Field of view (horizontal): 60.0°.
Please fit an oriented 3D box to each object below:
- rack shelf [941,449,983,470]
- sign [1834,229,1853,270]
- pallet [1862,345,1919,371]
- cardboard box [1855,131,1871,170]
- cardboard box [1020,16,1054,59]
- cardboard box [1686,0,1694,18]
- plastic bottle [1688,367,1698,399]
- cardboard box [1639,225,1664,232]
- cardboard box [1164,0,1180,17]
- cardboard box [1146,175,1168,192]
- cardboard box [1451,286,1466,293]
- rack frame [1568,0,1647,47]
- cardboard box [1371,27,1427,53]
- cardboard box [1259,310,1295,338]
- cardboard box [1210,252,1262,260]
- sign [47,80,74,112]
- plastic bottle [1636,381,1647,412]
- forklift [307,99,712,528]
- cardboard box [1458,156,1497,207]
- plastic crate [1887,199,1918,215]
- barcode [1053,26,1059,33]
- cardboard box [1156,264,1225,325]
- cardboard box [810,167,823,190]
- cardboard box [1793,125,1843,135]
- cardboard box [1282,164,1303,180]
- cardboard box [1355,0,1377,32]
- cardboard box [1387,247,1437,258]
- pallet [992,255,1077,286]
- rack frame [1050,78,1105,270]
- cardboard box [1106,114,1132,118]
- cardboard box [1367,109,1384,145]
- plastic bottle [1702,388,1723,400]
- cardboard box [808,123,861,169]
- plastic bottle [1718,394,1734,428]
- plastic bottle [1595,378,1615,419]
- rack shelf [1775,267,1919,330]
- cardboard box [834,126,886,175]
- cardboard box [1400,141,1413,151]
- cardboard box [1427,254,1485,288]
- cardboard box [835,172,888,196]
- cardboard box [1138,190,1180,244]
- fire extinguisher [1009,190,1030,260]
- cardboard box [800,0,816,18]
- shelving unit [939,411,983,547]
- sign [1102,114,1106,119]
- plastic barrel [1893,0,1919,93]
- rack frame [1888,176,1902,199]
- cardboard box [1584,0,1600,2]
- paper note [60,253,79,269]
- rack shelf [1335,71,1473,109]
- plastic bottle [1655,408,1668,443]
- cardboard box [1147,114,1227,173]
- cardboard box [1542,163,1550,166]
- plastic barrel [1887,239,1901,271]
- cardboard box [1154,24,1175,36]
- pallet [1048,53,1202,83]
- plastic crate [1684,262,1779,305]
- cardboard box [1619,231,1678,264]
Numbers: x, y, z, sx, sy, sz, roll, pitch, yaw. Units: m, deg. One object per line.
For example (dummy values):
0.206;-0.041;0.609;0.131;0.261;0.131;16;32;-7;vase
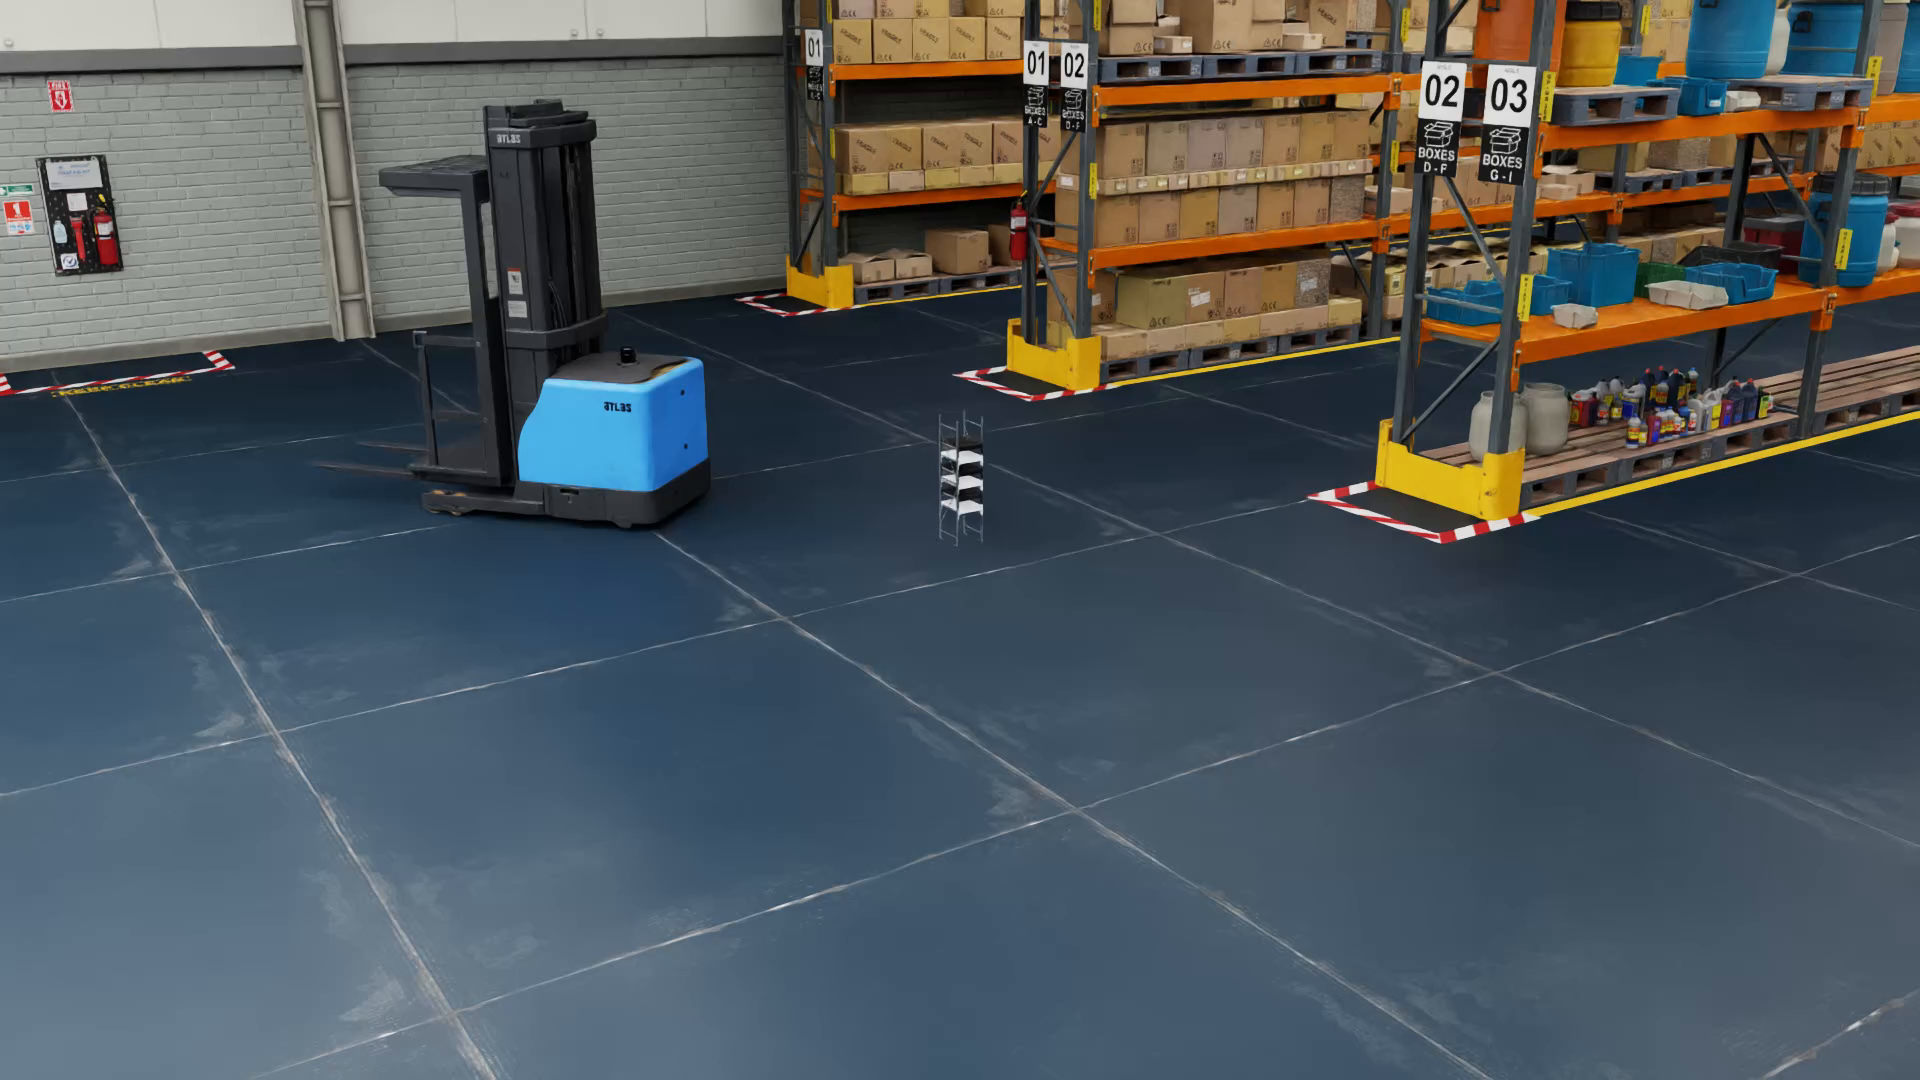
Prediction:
0.007;-0.567;11.558;0.200;0.077;0.258;-12;22;-31;rack shelf
7.293;-2.400;13.729;0.005;0.325;0.100;-12;22;-31;sign
9.672;-1.676;16.372;1.213;0.211;1.003;-12;22;-31;pallet
11.961;-5.308;22.607;0.500;0.500;0.500;-11;22;-30;cardboard box
0.836;-6.305;20.841;0.500;0.500;0.500;-14;23;-36;cardboard box
8.839;-6.645;20.316;0.500;0.500;0.500;-12;22;-31;cardboard box
6.492;-1.395;14.762;0.097;0.271;0.097;0;19;0;plastic bottle
8.704;-3.791;21.491;0.500;0.500;0.500;-13;23;-33;cardboard box
3.082;-7.028;22.353;0.500;0.500;0.500;-13;23;-33;cardboard box
1.812;-3.496;16.234;0.250;0.149;0.380;-12;22;-31;cardboard box
5.610;-2.827;19.060;0.500;0.250;0.500;-13;22;-33;cardboard box
7.619;-7.290;19.258;0.127;3.000;1.000;-12;22;-31;rack frame
4.798;-5.399;17.925;0.500;0.250;0.500;-9;21;-26;cardboard box
3.179;-2.323;17.569;0.500;0.250;0.500;-12;22;-31;cardboard box
2.884;-2.821;17.873;0.500;0.500;0.500;-12;22;-31;cardboard box
-8.838;-4.360;16.338;0.199;0.298;0.001;-12;22;-31;sign
5.837;-1.234;14.284;0.097;0.271;0.097;0;19;0;plastic bottle
-3.475;-1.725;12.270;3.031;2.935;1.130;6;19;16;forklift
5.787;-4.103;19.042;0.500;0.500;0.500;-12;22;-31;cardboard box
8.822;-2.950;15.688;0.583;0.464;0.402;-12;22;-31;plastic crate
0.925;-4.917;16.017;0.075;0.075;0.001;-12;22;-31;barcode
2.335;-2.506;16.940;0.500;0.500;0.500;-12;22;-31;cardboard box
-1.506;-4.436;20.386;0.500;0.250;0.500;-12;22;-31;cardboard box
11.508;-5.682;22.150;0.500;0.500;0.500;-11;22;-30;cardboard box
3.318;-3.815;17.175;0.250;0.149;0.380;-12;22;-32;cardboard box
5.679;-7.658;24.185;0.500;0.500;0.700;-13;23;-34;cardboard box
5.308;-3.234;19.390;0.500;0.311;0.500;-12;22;-32;cardboard box
1.009;-3.619;22.121;1.213;0.211;1.003;-12;22;-31;pallet
1.551;-5.068;22.053;0.127;3.000;1.000;-12;22;-31;rack frame
1.995;-5.404;22.204;0.500;0.500;0.700;-12;22;-31;cardboard box
5.881;-6.077;24.386;0.500;0.500;0.500;-11;22;-30;cardboard box
6.358;-1.147;14.021;0.135;0.276;0.152;-12;22;-31;plastic bottle
-1.513;-4.797;20.283;0.500;0.500;0.500;-12;22;-32;cardboard box
6.347;-1.076;13.797;0.133;0.283;0.061;-10;21;-28;plastic bottle
5.429;-1.200;14.059;0.185;0.351;0.144;-11;22;-29;plastic bottle
8.670;-2.430;15.371;4.000;0.370;1.077;-12;22;-31;rack shelf
-1.226;-4.661;19.880;0.500;0.500;0.500;-12;22;-31;cardboard box
6.569;-5.932;24.970;0.250;0.149;0.380;-12;22;-31;cardboard box
5.613;-3.090;18.964;0.500;0.311;0.500;-13;22;-33;cardboard box
-1.208;-4.303;19.992;0.500;0.250;0.500;-13;22;-33;cardboard box
1.771;-3.259;16.546;0.500;0.500;0.700;-11;22;-30;cardboard box
0.584;-3.106;16.369;0.183;0.674;0.296;-12;22;-31;fire extinguisher
-1.573;-6.461;19.740;0.500;0.500;0.500;-11;21;-29;cardboard box
0.007;-0.428;11.605;0.210;0.900;0.258;-12;22;-31;shelving unit
1.856;-5.334;21.489;0.005;0.325;0.100;-12;22;-31;sign
8.397;-4.455;14.772;0.708;0.901;0.600;-12;22;-31;plastic barrel
14.301;-5.858;24.387;0.127;3.000;1.000;-12;22;-31;rack frame
9.817;-8.660;26.245;0.500;0.500;0.500;-12;22;-31;cardboard box
-8.963;-2.806;16.738;0.142;0.148;0.016;-12;22;-31;paper note
5.949;-5.176;18.812;4.000;0.370;1.077;-12;22;-31;rack shelf
5.631;-0.926;13.373;0.097;0.271;0.097;0;19;0;plastic bottle
2.236;-3.972;16.630;0.500;0.500;0.700;-12;22;-31;cardboard box
9.553;-6.115;27.385;0.250;0.149;0.380;-12;22;-31;cardboard box
8.189;-2.545;14.805;0.301;0.262;0.301;0;19;0;plastic barrel
1.754;-4.928;16.314;0.500;0.250;0.500;-12;22;-31;cardboard box
1.543;-4.536;15.933;1.213;0.211;1.003;-12;22;-31;pallet
6.225;-2.080;13.447;0.616;0.251;0.499;-12;22;-31;plastic crate
8.591;-3.570;20.837;0.500;0.500;0.500;-13;23;-33;cardboard box
